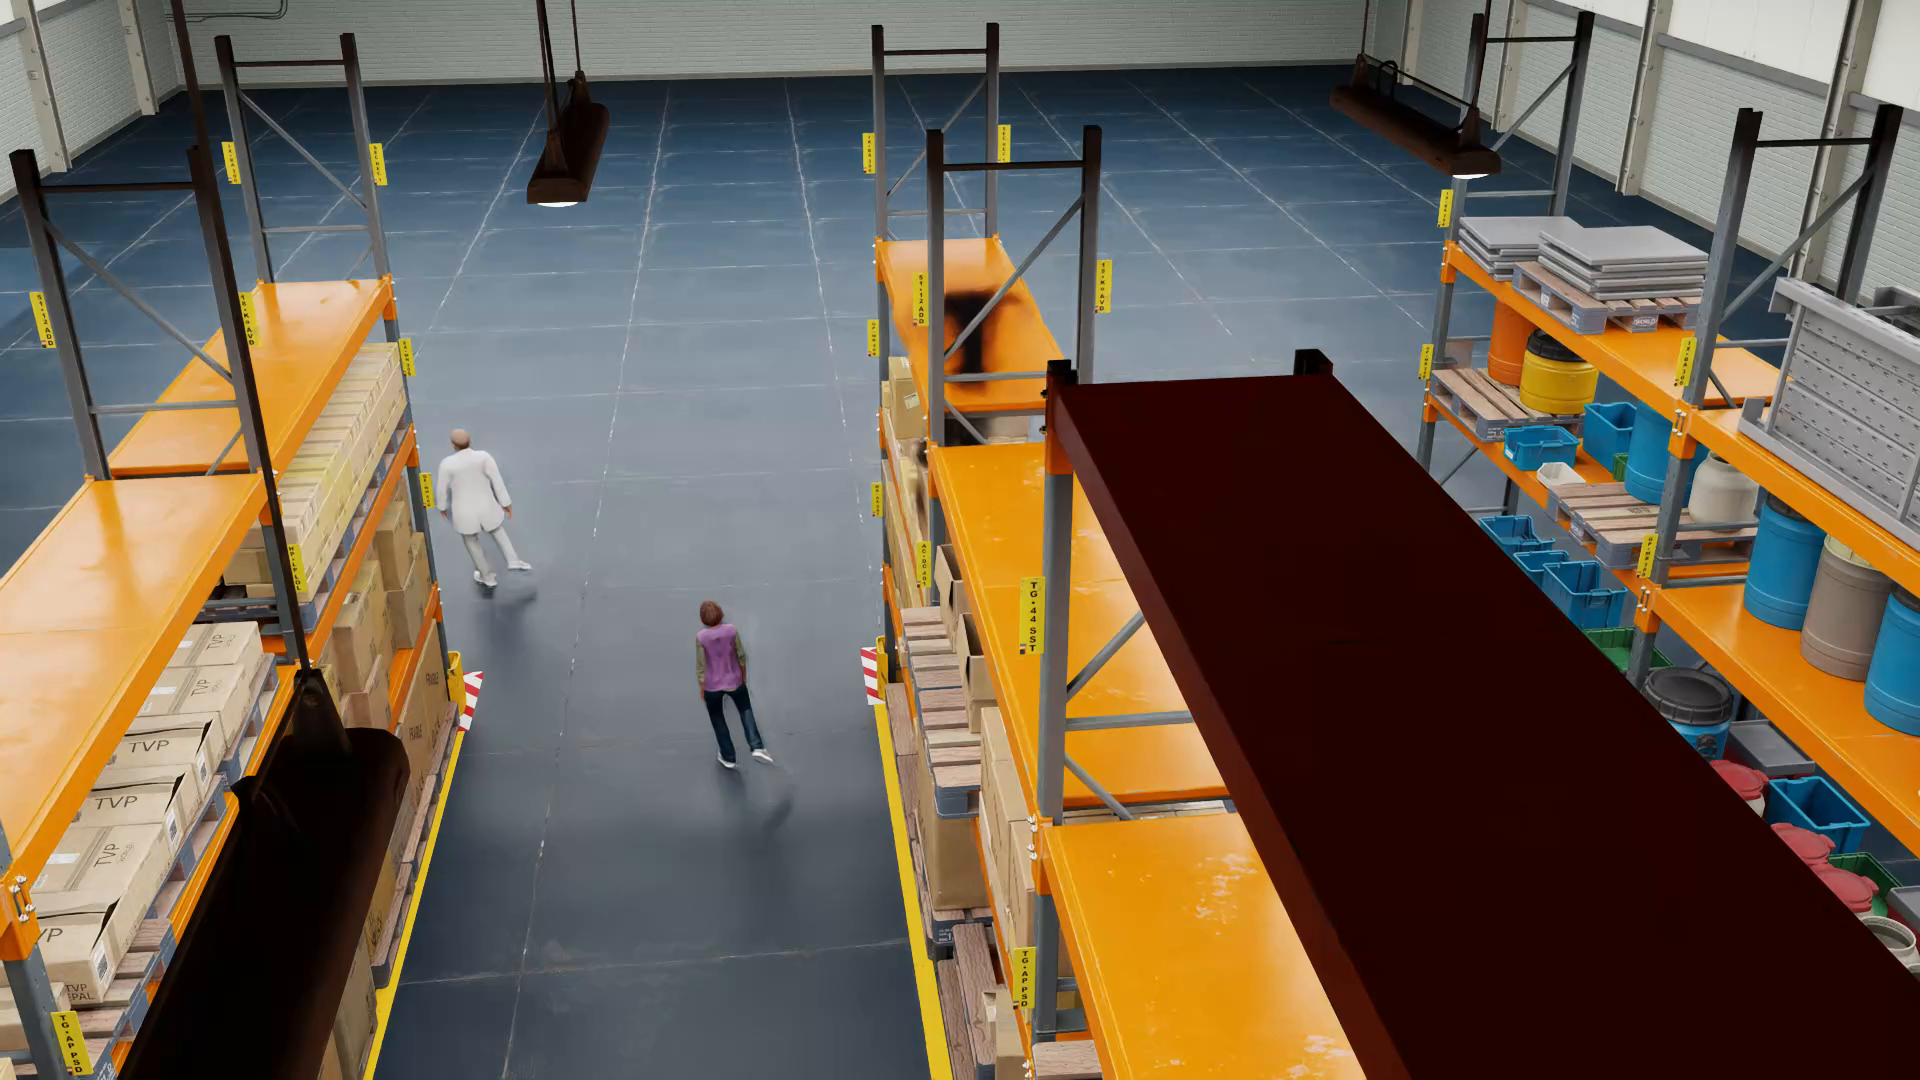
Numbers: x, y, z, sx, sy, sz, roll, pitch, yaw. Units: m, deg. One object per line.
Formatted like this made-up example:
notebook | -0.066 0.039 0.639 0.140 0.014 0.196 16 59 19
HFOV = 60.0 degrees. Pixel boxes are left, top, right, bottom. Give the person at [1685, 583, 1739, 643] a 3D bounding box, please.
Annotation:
person | 7.286 0.291 16.018 0.861 1.634 0.689 4 26 8

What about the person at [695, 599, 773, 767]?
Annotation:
person | -1.921 1.257 14.024 0.548 1.574 0.545 -9 27 -19

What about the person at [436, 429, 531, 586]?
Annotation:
person | -4.941 -0.330 17.168 0.813 1.742 0.630 -13 28 -24
